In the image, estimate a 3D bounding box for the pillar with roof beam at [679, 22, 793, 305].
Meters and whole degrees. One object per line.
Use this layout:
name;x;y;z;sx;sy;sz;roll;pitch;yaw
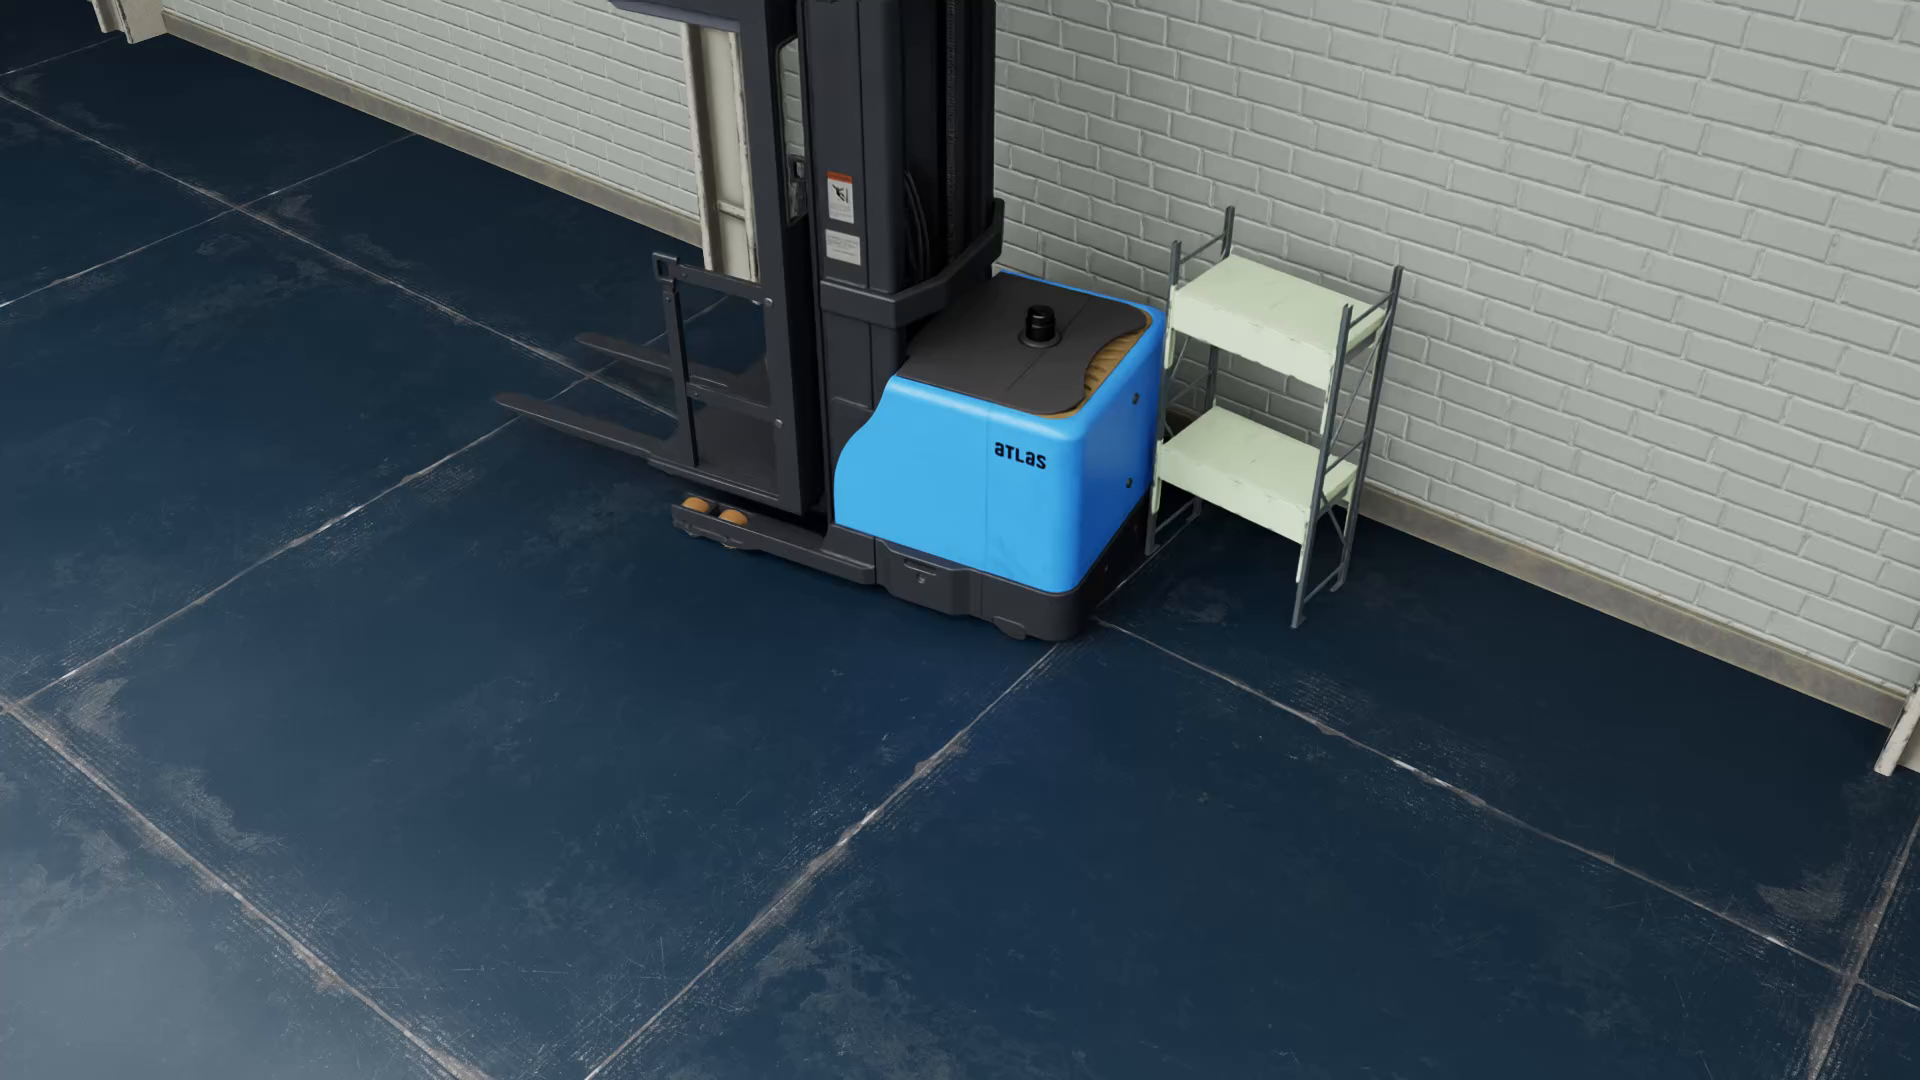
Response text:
pillar with roof beam;-3.746;-2.831;3.566;0.400;9.000;9.100;25;45;29

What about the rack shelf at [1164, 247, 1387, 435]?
rack shelf;1.212;-0.777;6.393;0.720;0.370;0.431;28;46;31

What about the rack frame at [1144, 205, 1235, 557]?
rack frame;0.934;-0.617;6.821;0.023;1.500;0.400;28;46;31

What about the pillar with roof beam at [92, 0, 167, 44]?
pillar with roof beam;-8.512;-5.078;6.436;0.400;9.000;9.100;25;45;29

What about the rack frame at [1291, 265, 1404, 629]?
rack frame;1.490;-0.324;6.447;0.023;1.500;0.400;28;46;31

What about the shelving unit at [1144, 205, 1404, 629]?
shelving unit;1.212;-0.470;6.634;0.755;1.500;0.431;28;46;31

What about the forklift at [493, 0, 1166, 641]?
forklift;-0.678;-1.388;6.645;3.031;2.935;1.130;18;41;21

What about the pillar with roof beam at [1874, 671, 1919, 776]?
pillar with roof beam;1.020;-0.584;0.696;0.400;9.000;9.100;25;45;29

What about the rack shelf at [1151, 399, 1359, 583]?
rack shelf;1.212;-0.213;6.835;0.720;0.370;0.431;28;46;31
